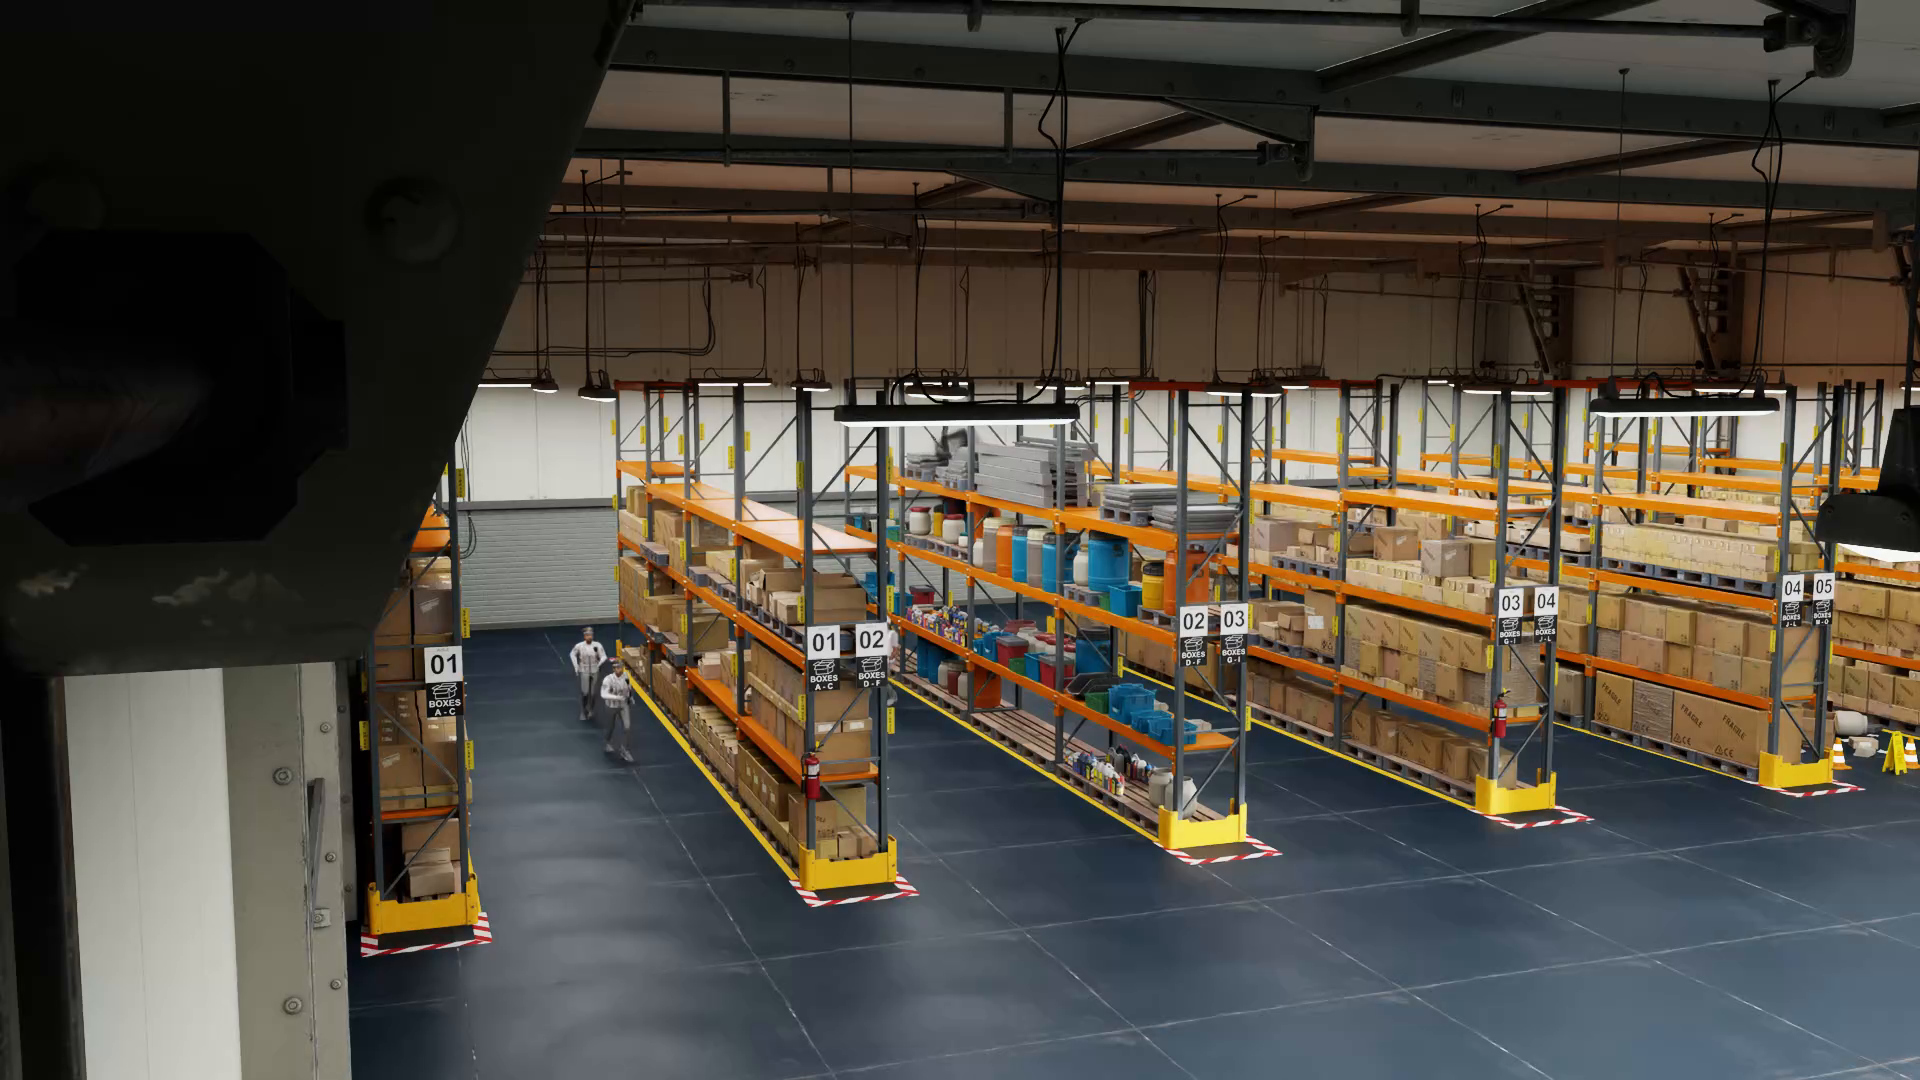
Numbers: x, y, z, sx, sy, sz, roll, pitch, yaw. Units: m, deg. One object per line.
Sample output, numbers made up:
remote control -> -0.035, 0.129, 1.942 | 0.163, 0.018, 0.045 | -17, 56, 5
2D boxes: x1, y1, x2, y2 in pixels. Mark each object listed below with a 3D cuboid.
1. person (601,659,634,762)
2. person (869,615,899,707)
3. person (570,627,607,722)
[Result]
person -> -5.523, 2.687, 26.735 | 0.598, 1.660, 0.940 | -3, 7, -28
person -> -1.519, 2.236, 30.605 | 0.807, 1.730, 0.552 | 3, 7, 26
person -> -6.575, 2.378, 29.519 | 0.628, 1.706, 0.666 | -2, 6, -18
